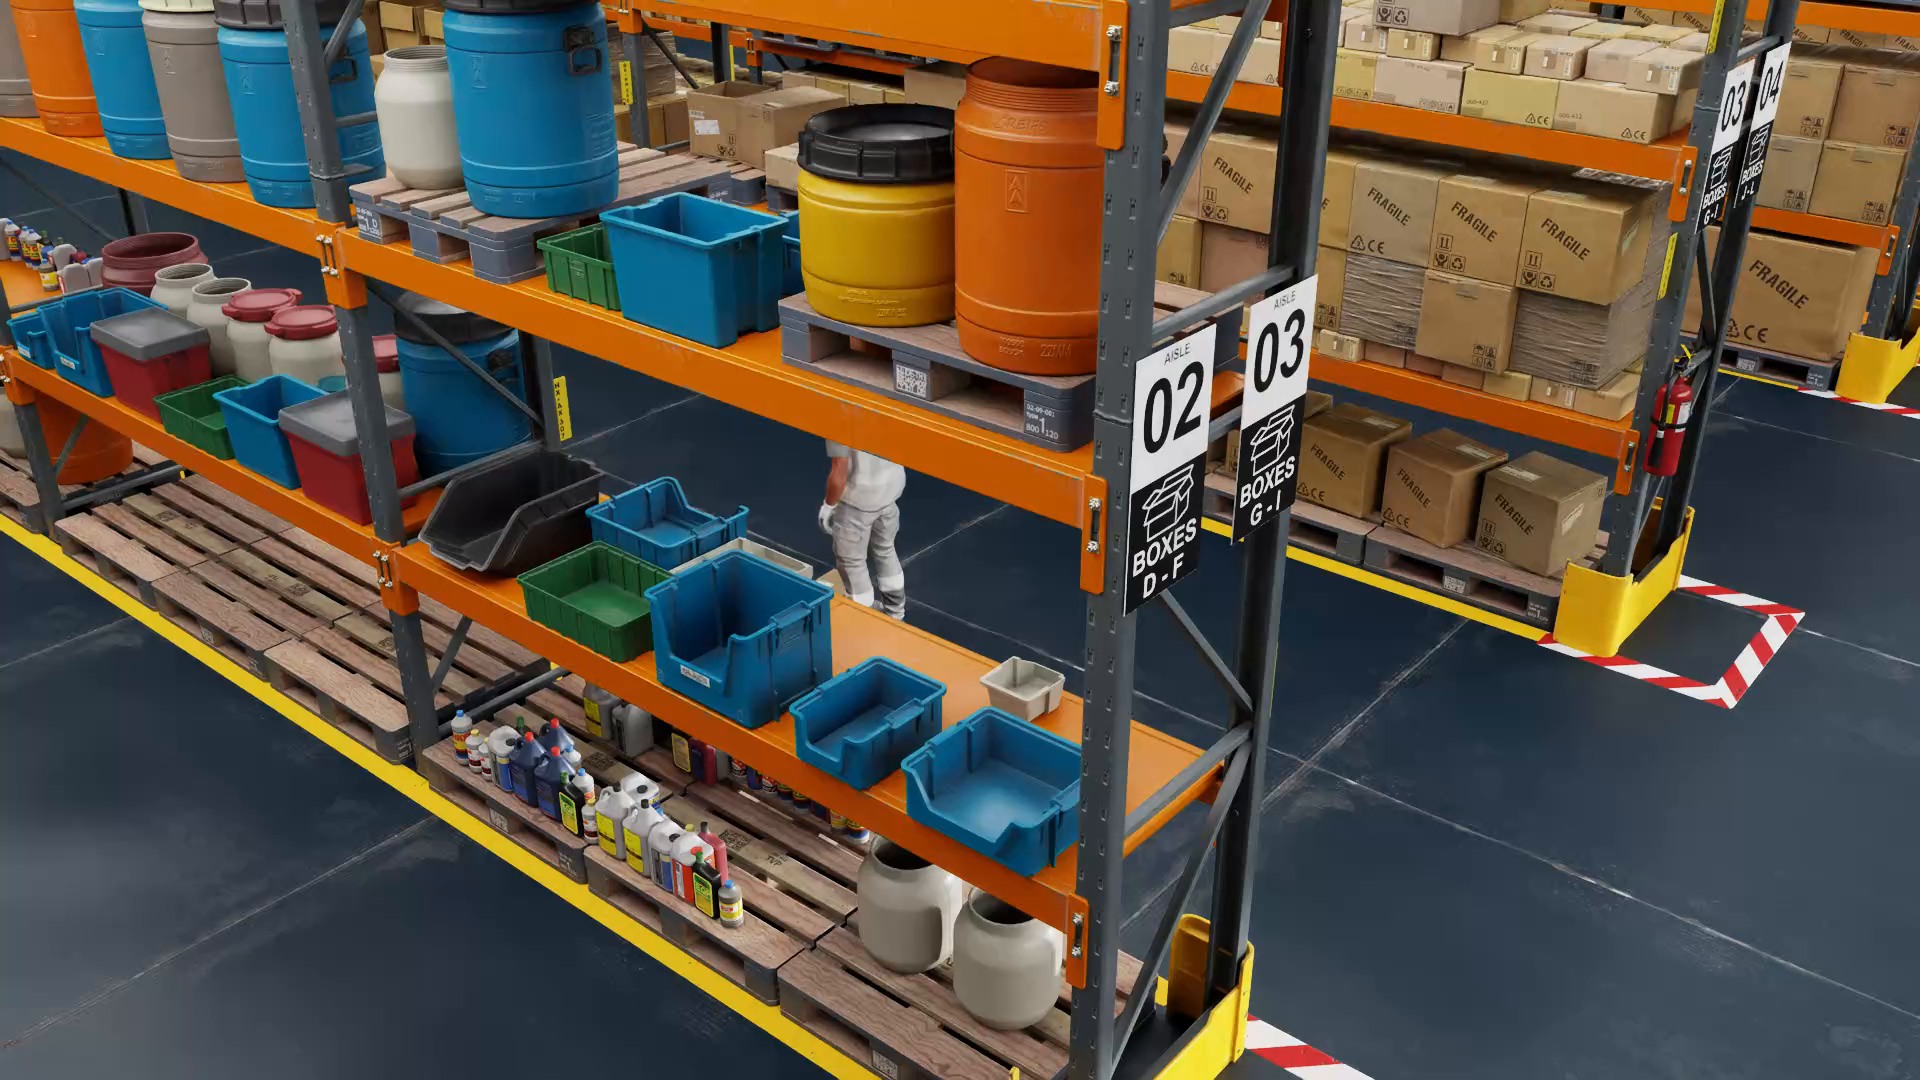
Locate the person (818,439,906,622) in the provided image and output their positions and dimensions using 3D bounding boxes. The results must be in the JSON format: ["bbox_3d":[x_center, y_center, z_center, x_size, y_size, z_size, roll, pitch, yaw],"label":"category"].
[{"bbox_3d":[-0.538,-0.253,9.094,0.445,1.781,0.622,19,33,32],"label":"person"}]
